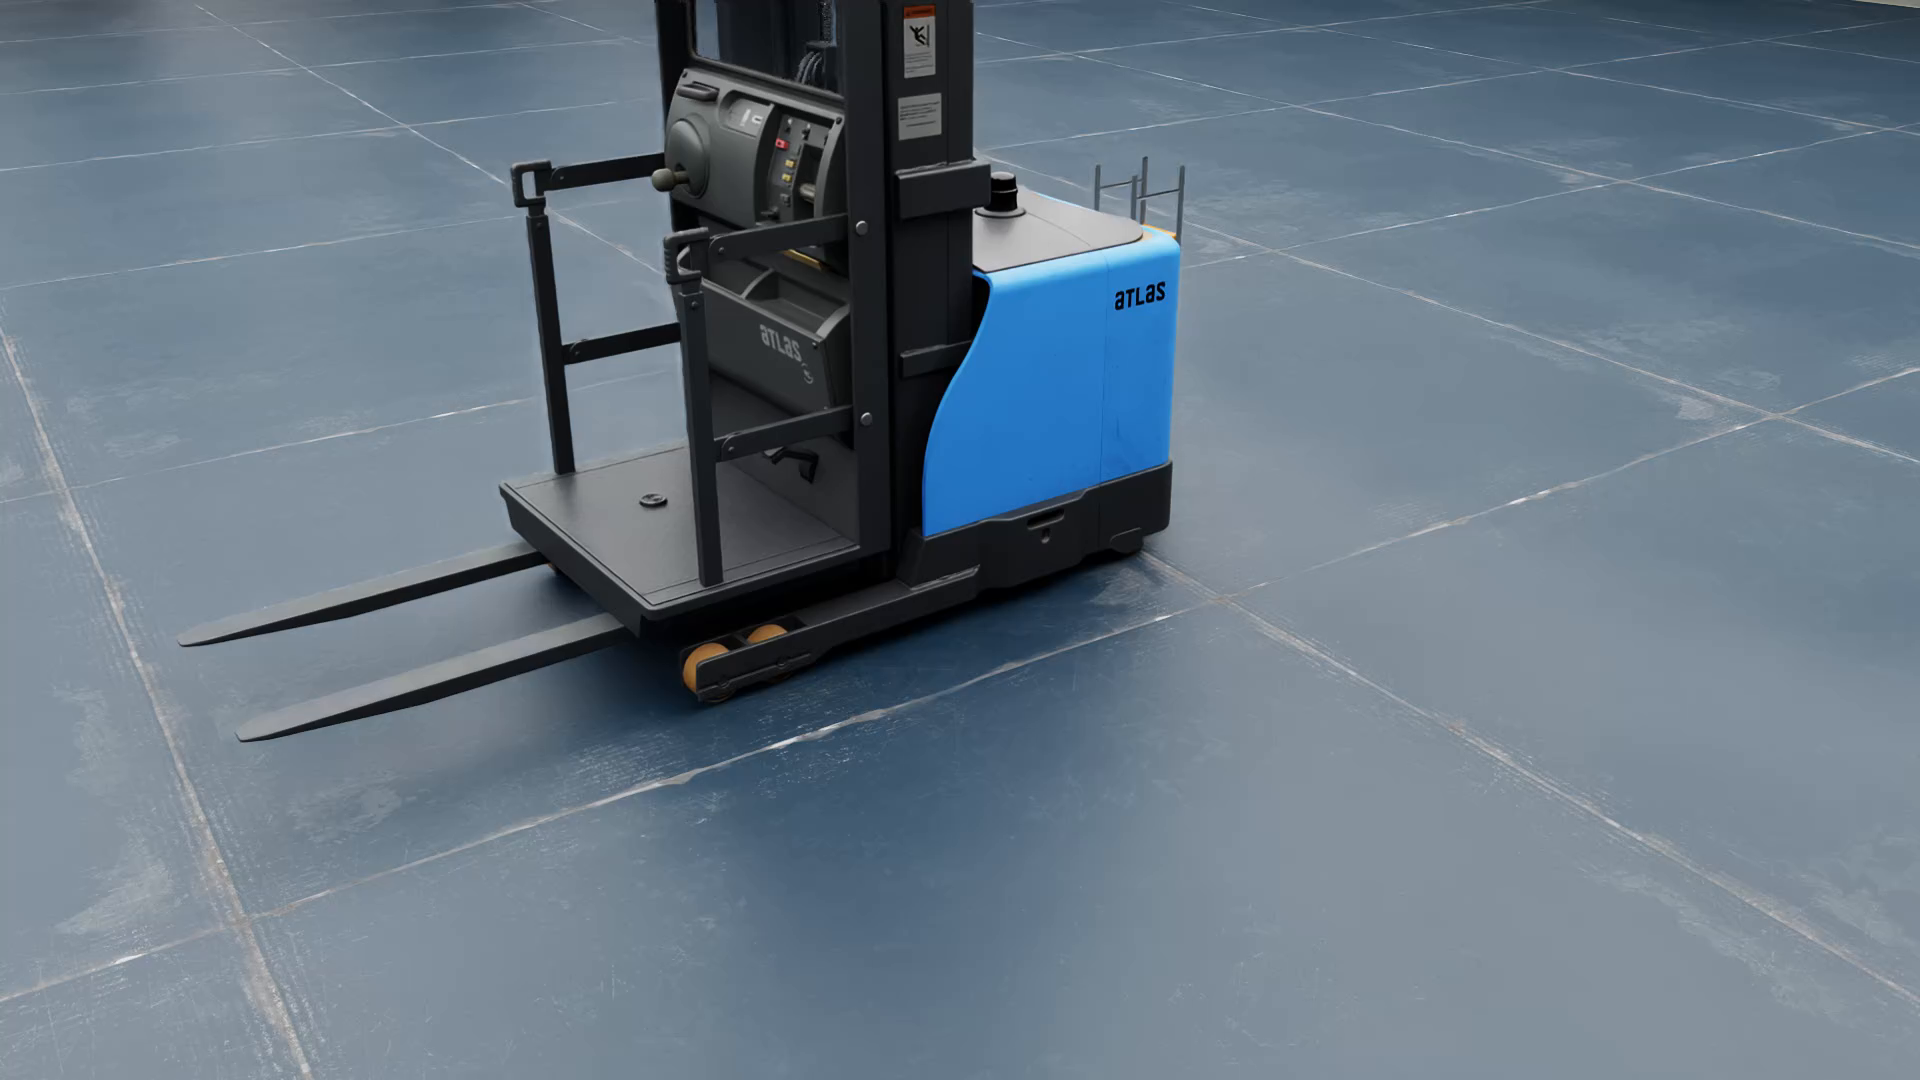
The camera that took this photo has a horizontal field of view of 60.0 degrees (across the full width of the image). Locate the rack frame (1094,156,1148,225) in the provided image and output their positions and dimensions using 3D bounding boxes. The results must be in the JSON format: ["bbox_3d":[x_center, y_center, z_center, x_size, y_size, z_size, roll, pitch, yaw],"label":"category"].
[{"bbox_3d":[0.554,-0.757,5.948,0.240,1.200,0.006,-18,31,-33],"label":"rack frame"}]

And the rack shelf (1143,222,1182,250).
[{"bbox_3d":[0.610,-1.011,5.747,0.258,0.103,0.180,-18,31,-33],"label":"rack shelf"}]

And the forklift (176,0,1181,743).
[{"bbox_3d":[-0.772,-1.116,4.680,3.031,2.935,1.130,-17,30,-32],"label":"forklift"}]

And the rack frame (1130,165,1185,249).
[{"bbox_3d":[0.665,-0.695,5.816,0.240,1.200,0.006,-18,31,-33],"label":"rack frame"}]

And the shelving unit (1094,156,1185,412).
[{"bbox_3d":[0.610,-0.726,5.882,0.258,1.200,0.189,-18,31,-33],"label":"shelving unit"}]
